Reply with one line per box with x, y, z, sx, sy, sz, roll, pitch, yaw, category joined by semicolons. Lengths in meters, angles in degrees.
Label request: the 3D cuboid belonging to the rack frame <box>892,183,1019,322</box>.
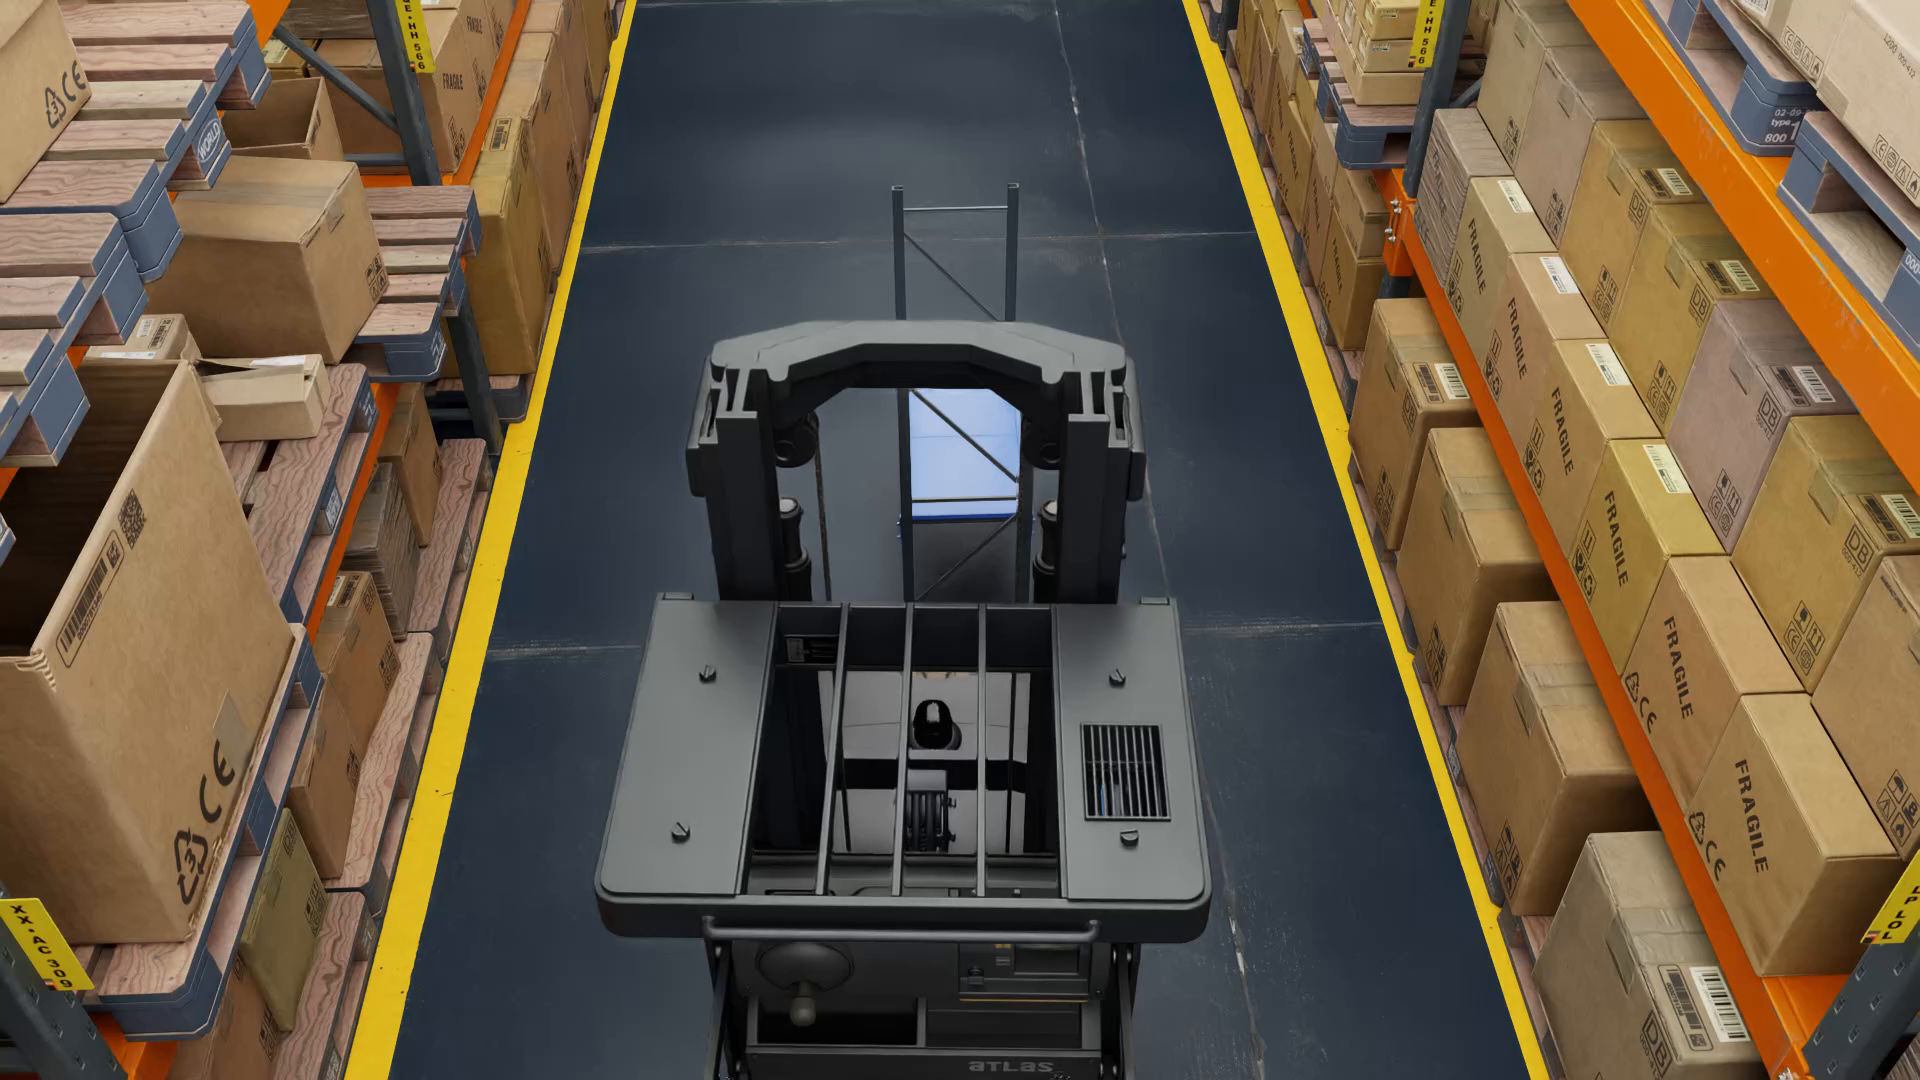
-0.018;-0.838;7.055;0.500;1.500;0.032;-2;43;-2;rack frame

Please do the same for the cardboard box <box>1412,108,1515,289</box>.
2.086;-1.314;6.390;0.500;0.500;0.500;-1;43;-1;cardboard box

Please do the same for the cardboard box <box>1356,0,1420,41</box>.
1.857;-2.188;6.852;0.380;0.149;0.250;-3;43;-3;cardboard box

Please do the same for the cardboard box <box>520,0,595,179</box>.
-2.707;-2.552;9.075;1.225;0.875;0.875;-3;43;-3;cardboard box

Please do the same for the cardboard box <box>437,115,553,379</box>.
-2.632;-1.352;7.767;1.225;0.875;0.875;-3;43;-4;cardboard box

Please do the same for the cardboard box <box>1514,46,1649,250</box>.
2.368;-1.349;5.688;0.700;0.500;0.500;-2;43;-2;cardboard box

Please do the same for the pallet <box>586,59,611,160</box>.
-2.685;-2.668;10.005;1.003;0.211;1.213;-2;43;-2;pallet

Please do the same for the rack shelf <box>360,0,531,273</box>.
-2.708;-2.599;8.398;1.077;0.370;4.000;-2;43;-2;rack shelf

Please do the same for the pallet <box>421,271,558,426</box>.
-2.582;-1.021;8.207;1.003;0.211;1.213;-2;43;-2;pallet

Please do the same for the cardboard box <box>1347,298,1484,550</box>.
2.272;-0.500;6.930;1.050;0.750;0.750;-2;43;-2;cardboard box

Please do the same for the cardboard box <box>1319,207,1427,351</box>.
2.047;-1.259;7.942;0.500;0.500;0.500;-2;43;-2;cardboard box

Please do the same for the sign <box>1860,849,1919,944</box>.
1.964;0.736;3.428;0.100;0.325;0.005;-2;43;-2;sign

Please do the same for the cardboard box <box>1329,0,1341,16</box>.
1.834;-2.438;7.345;0.380;0.149;0.250;-1;43;-1;cardboard box

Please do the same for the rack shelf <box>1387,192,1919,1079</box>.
2.421;0.027;5.533;1.077;0.370;4.000;-2;43;-2;rack shelf

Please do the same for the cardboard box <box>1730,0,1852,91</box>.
2.212;-1.330;3.942;0.500;0.311;0.500;-3;43;-3;cardboard box

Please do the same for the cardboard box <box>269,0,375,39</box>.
-2.638;-2.415;6.848;0.797;0.503;0.637;0;43;0;cardboard box

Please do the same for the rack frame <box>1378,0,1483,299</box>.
2.336;-1.588;6.763;1.000;3.000;0.127;-2;43;-2;rack frame

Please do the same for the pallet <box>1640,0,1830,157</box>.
2.467;-1.437;4.517;1.003;0.211;1.213;0;43;0;pallet

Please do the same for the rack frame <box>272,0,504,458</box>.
-2.623;-1.514;6.682;1.000;3.000;0.127;-2;43;-2;rack frame

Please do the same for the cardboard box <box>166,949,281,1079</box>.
-2.458;1.530;4.885;0.700;0.500;0.500;-5;43;-5;cardboard box

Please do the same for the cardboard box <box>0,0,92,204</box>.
-2.416;-1.069;3.589;0.797;0.503;0.637;0;43;0;cardboard box

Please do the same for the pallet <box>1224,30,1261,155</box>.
2.201;-2.735;10.078;1.003;0.211;1.213;-2;43;-2;pallet

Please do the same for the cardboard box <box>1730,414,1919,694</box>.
2.455;0.024;4.190;0.700;0.500;0.500;-2;43;-2;cardboard box

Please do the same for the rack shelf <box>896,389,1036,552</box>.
0.004;-0.363;6.802;0.538;0.185;1.000;-2;43;-2;rack shelf

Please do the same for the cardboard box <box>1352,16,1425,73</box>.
1.860;-2.081;6.955;0.380;0.149;0.250;-1;43;-1;cardboard box

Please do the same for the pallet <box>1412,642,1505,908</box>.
2.343;0.796;6.226;1.003;0.211;1.213;-2;43;-2;pallet

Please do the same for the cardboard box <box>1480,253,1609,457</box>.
2.131;-0.631;5.644;0.500;0.500;0.500;-2;43;-2;cardboard box

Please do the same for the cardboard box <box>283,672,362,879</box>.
-2.484;0.830;5.649;0.700;0.500;0.500;-5;43;-5;cardboard box

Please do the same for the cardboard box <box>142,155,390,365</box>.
-2.437;-0.969;5.702;0.700;0.500;0.500;4;43;5;cardboard box

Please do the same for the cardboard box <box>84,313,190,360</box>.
-2.782;-0.476;5.349;0.500;0.250;0.500;-3;43;-3;cardboard box

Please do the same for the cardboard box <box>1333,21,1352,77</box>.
1.847;-2.138;7.238;0.380;0.149;0.250;-2;43;-2;cardboard box

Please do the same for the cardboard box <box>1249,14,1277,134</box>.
1.957;-2.659;9.470;0.500;0.500;0.500;0;43;0;cardboard box

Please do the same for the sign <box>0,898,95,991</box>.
-1.912;0.846;3.466;0.100;0.325;0.005;-2;43;-2;sign

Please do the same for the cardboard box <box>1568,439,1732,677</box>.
2.174;0.048;4.904;0.500;0.500;0.500;-1;43;-1;cardboard box

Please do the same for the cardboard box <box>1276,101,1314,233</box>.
1.990;-1.966;8.714;0.500;0.500;0.500;-3;43;-4;cardboard box

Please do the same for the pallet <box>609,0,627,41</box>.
-2.747;-3.702;11.133;1.003;0.211;1.213;-2;43;-2;pallet

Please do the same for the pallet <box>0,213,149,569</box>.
-2.373;-0.270;3.244;1.213;0.211;1.003;-2;43;-2;pallet

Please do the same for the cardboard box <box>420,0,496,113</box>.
-2.396;-2.235;7.395;0.500;0.500;0.500;-3;43;-3;cardboard box

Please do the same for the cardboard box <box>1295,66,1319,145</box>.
2.007;-2.237;8.454;0.500;0.250;0.500;-1;43;-1;cardboard box

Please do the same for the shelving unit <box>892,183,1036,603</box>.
0.004;-0.495;6.680;0.538;1.500;1.048;-2;43;-2;shelving unit

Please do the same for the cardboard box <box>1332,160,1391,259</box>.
2.045;-1.552;7.708;0.500;0.250;0.500;-3;43;-3;cardboard box

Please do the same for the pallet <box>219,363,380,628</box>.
-2.498;-0.108;5.290;1.003;0.211;1.213;-2;43;-2;pallet

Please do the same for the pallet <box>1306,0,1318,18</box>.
2.211;-2.853;8.285;1.003;0.211;1.213;-2;43;-2;pallet

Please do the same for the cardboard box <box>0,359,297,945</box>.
-2.347;0.270;3.981;1.000;1.000;1.000;-1;43;-2;cardboard box

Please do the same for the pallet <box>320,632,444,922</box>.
-2.543;0.863;6.152;1.003;0.211;1.213;-2;43;-2;pallet

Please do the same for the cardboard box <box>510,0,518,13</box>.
-2.441;-2.919;8.140;0.500;0.500;0.500;-1;43;-2;cardboard box

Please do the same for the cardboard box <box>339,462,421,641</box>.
-2.539;0.071;6.477;0.700;0.500;0.500;-5;43;-5;cardboard box

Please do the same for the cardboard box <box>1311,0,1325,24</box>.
1.829;-2.480;7.611;0.380;0.149;0.250;-2;43;-2;cardboard box

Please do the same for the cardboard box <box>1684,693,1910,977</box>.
2.217;0.730;4.159;0.500;0.500;0.500;-2;43;-2;cardboard box

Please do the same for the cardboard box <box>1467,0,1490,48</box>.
2.496;-2.322;7.438;0.380;0.149;0.250;0;43;0;cardboard box

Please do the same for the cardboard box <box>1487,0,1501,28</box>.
2.503;-2.275;7.168;0.380;0.149;0.250;0;43;0;cardboard box

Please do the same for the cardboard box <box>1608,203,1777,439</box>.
2.414;-0.658;4.934;0.700;0.500;0.500;-2;43;-2;cardboard box

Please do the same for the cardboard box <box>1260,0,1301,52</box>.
1.959;-2.933;9.214;0.500;0.250;0.500;-1;43;-1;cardboard box

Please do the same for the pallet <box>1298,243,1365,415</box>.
2.305;-1.088;8.281;1.003;0.211;1.213;-2;43;-2;pallet

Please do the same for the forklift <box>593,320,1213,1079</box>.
-0.095;1.076;3.907;1.130;2.935;3.031;1;43;1;forklift

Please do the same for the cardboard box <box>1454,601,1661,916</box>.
2.353;0.719;5.600;1.050;0.750;0.750;-2;43;-2;cardboard box
